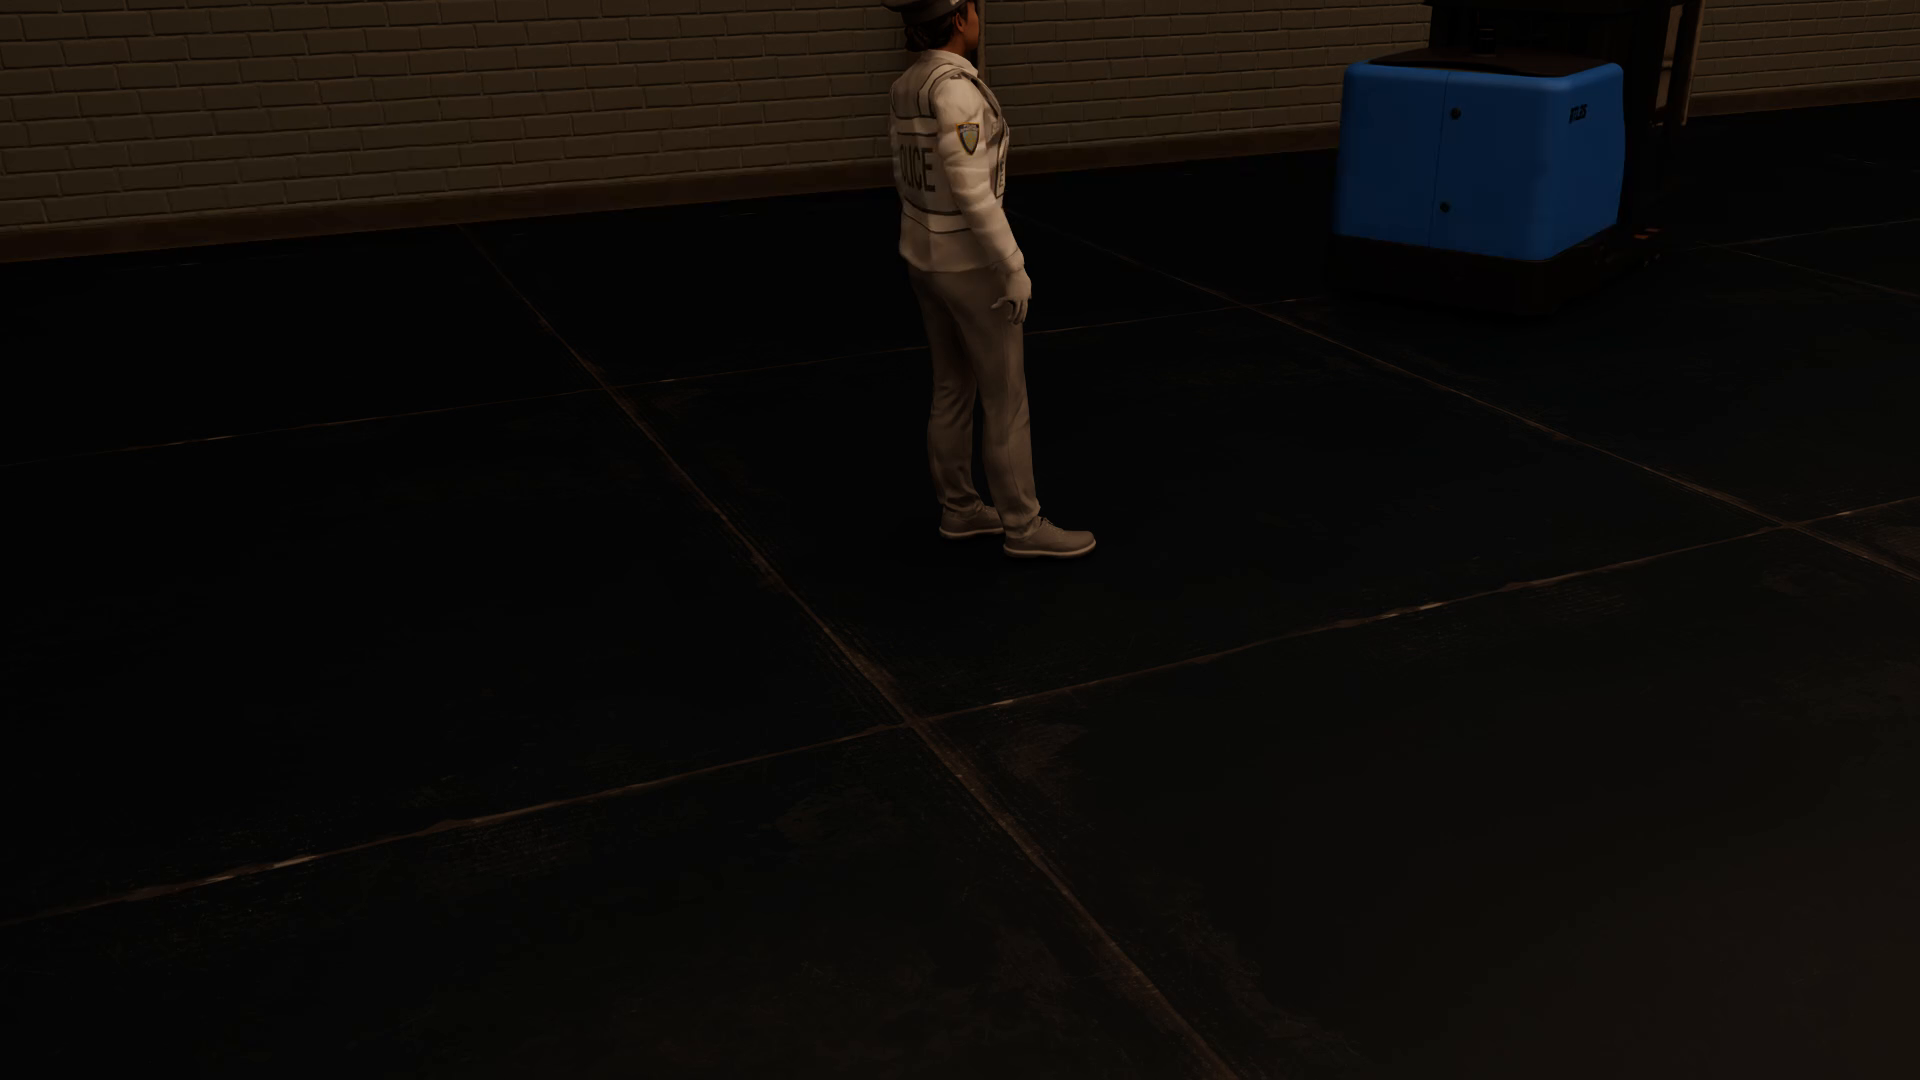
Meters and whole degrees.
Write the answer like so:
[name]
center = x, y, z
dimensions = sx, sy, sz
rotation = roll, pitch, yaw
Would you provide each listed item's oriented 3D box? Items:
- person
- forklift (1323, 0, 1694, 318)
[person]
center = 0.066, -0.798, 4.800
dimensions = 0.530, 1.694, 0.586
rotation = -10, 25, -23
[forklift]
center = 3.000, -2.839, 8.120
dimensions = 1.130, 2.935, 3.031
rotation = 16, 27, 34
